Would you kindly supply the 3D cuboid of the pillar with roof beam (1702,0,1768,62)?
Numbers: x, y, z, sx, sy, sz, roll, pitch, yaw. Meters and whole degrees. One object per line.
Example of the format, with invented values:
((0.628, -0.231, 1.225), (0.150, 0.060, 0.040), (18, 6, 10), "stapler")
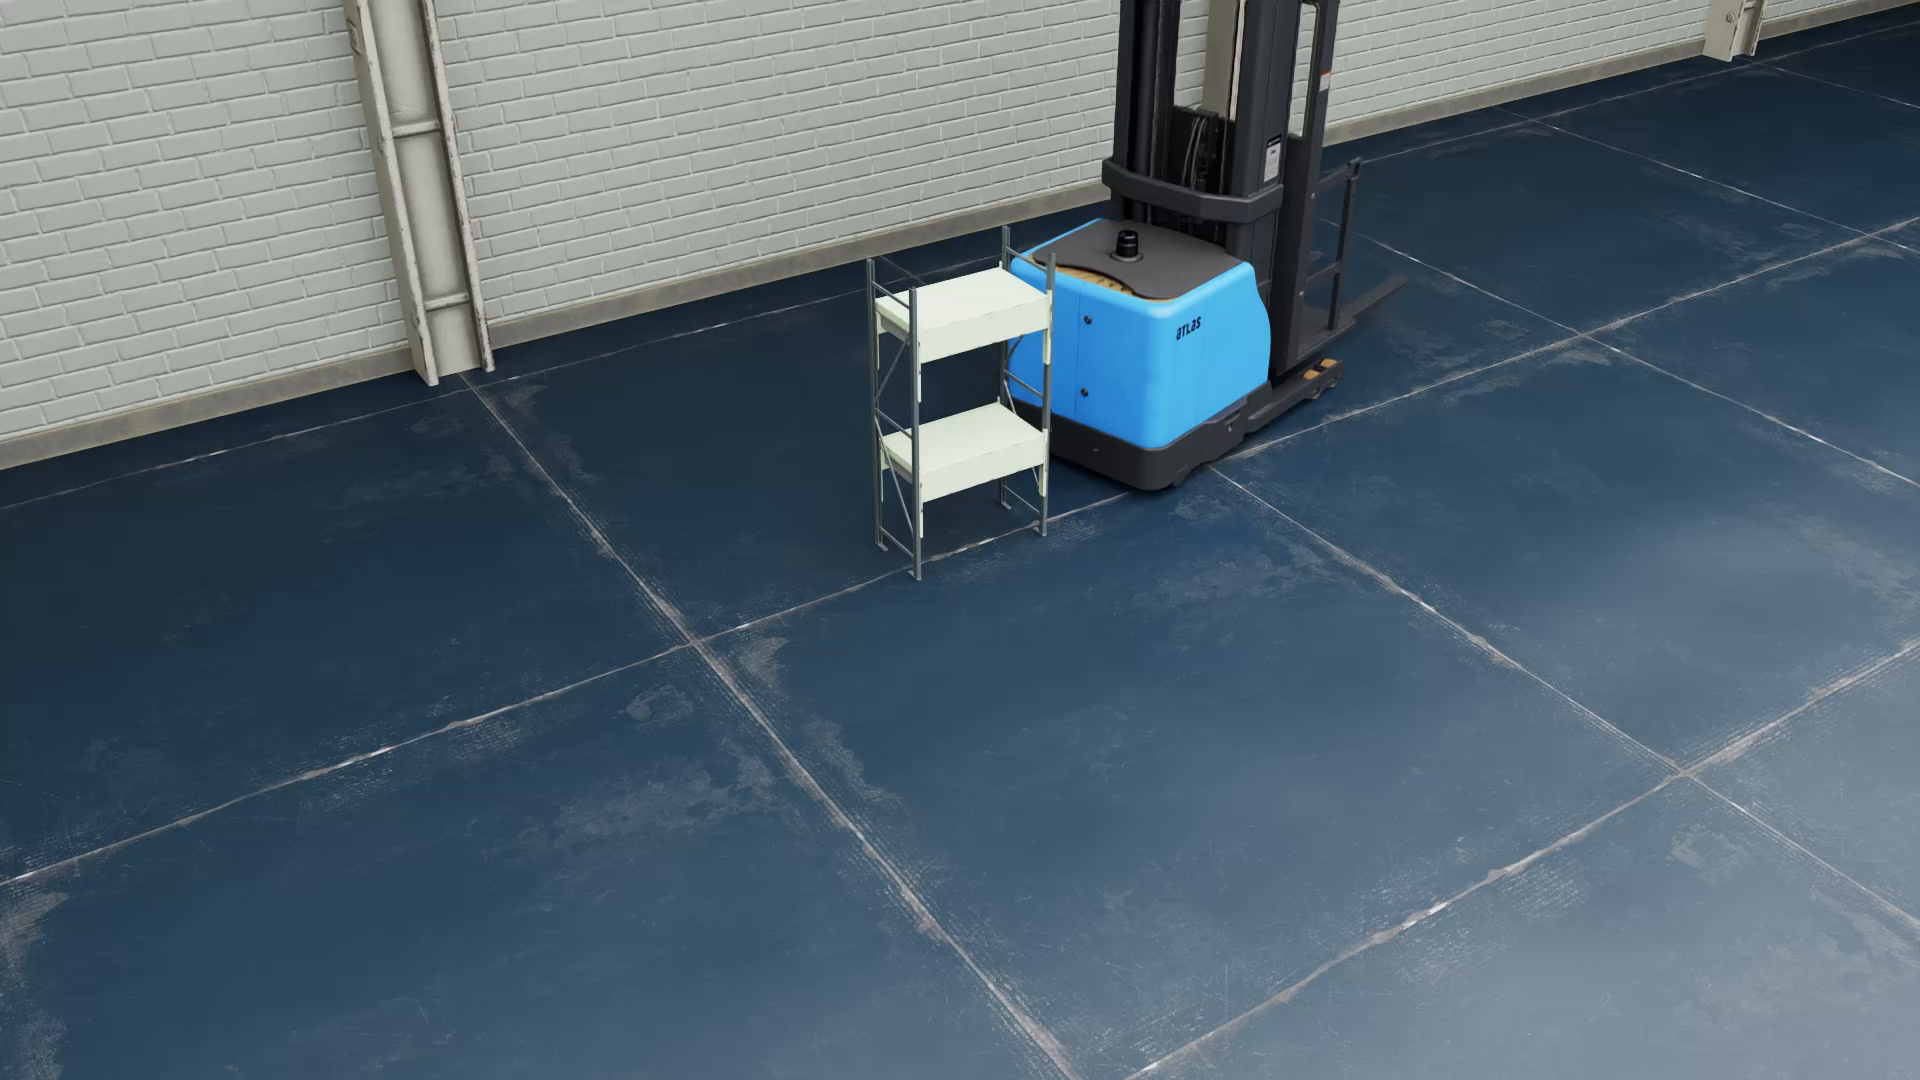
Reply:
((9.418, -6.364, 9.904), (0.400, 9.000, 9.100), (-19, 37, -27), "pillar with roof beam")

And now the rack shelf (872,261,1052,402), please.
((0.006, -0.966, 7.645), (0.720, 0.370, 0.431), (-19, 37, -27), "rack shelf")

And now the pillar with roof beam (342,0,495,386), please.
((-0.669, -2.895, 4.405), (0.400, 9.000, 9.100), (-19, 37, -27), "pillar with roof beam")

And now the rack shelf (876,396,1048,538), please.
((0.006, -0.361, 8.027), (0.720, 0.370, 0.431), (-19, 37, -27), "rack shelf")

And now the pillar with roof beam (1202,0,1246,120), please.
((4.375, -4.629, 7.154), (0.400, 9.000, 9.100), (-19, 37, -27), "pillar with roof beam")

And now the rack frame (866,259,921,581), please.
((-0.302, -0.530, 7.685), (0.023, 1.500, 0.400), (-19, 37, -27), "rack frame")

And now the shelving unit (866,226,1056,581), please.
((0.006, -0.636, 7.853), (0.755, 1.500, 0.431), (-19, 37, -27), "shelving unit")

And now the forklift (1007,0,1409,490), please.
((1.578, -2.202, 8.994), (1.130, 2.935, 3.031), (25, 40, 34), "forklift")

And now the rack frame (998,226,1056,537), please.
((0.313, -0.742, 8.021), (0.023, 1.500, 0.400), (-19, 37, -27), "rack frame")
